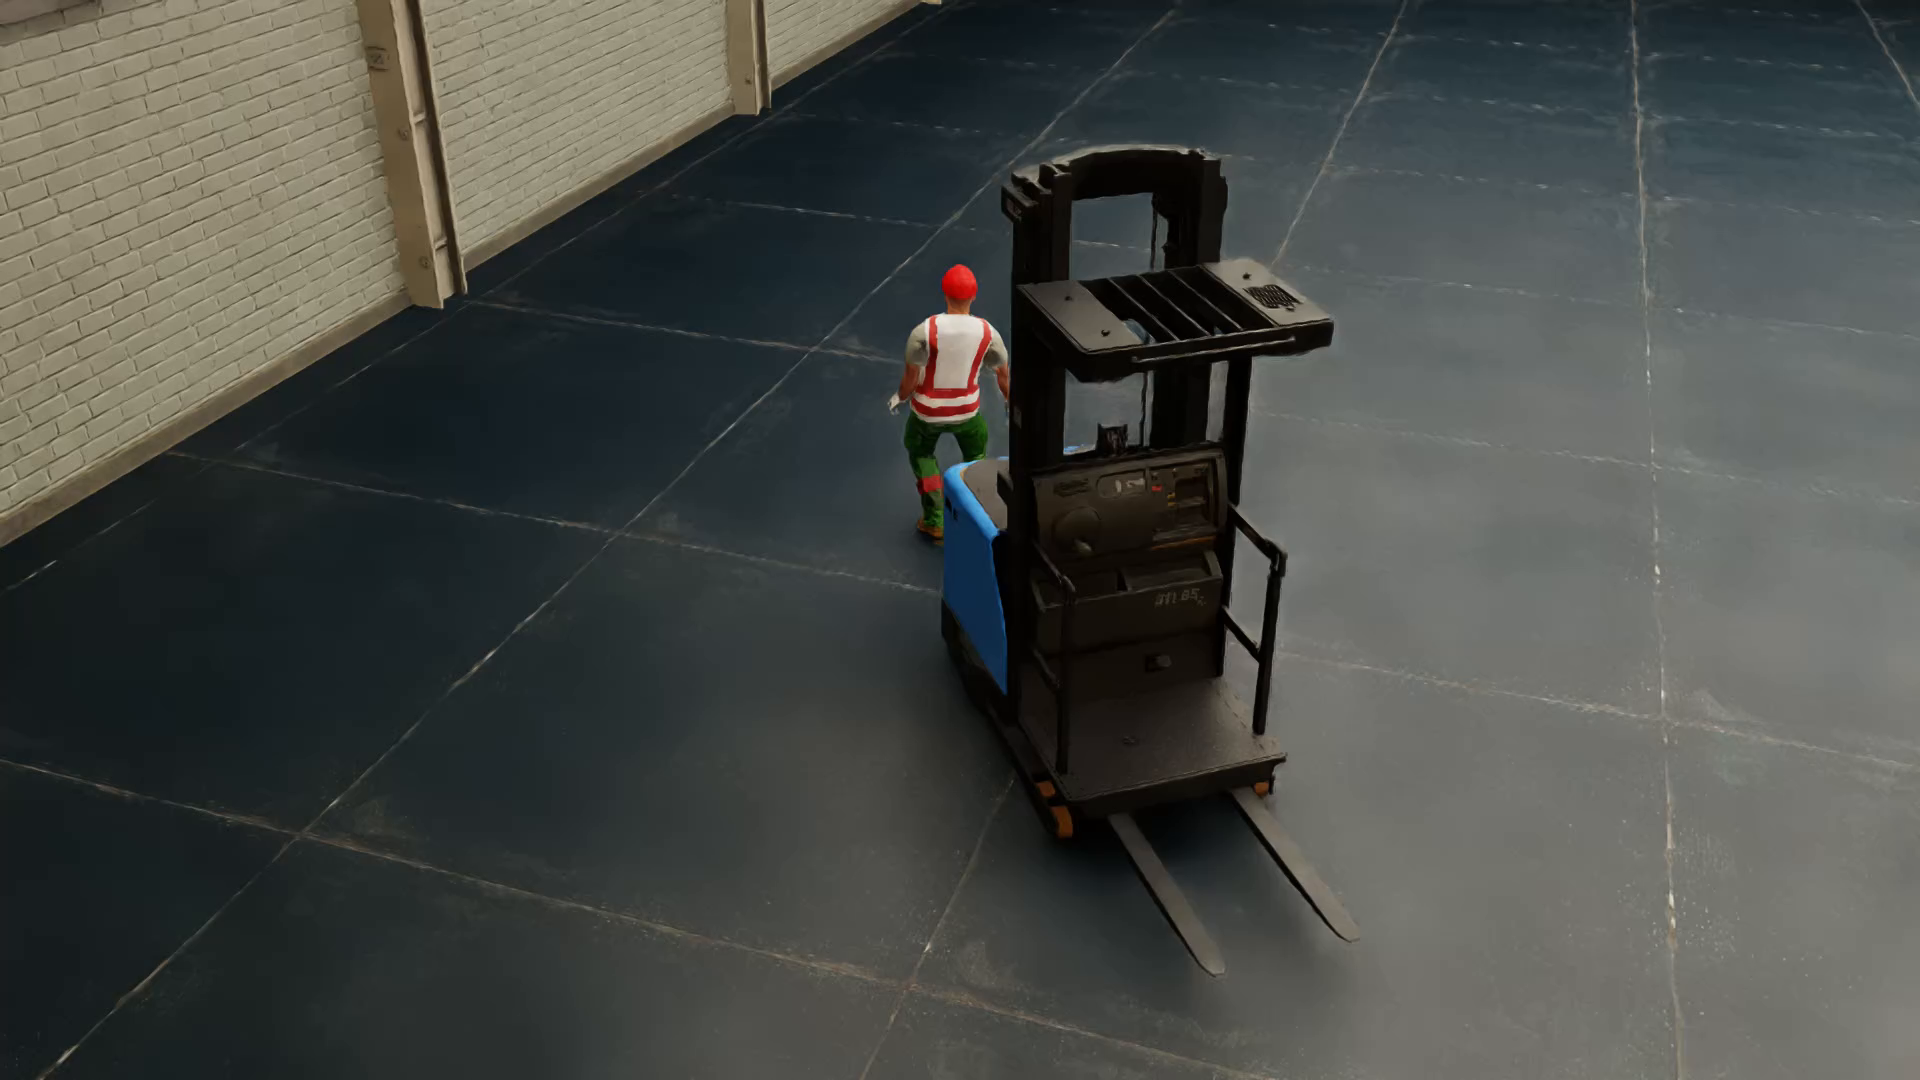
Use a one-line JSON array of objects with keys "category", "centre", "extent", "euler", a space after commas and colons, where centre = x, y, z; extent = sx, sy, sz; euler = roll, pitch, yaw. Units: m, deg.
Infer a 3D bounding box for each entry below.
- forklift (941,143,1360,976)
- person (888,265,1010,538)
[{"category": "forklift", "centre": [0.845, -0.113, 7.335], "extent": [1.130, 2.935, 3.031], "euler": [-9, 31, -16]}, {"category": "person", "centre": [-0.025, -0.804, 9.776], "extent": [0.783, 1.727, 0.429], "euler": [-6, 30, -11]}]
